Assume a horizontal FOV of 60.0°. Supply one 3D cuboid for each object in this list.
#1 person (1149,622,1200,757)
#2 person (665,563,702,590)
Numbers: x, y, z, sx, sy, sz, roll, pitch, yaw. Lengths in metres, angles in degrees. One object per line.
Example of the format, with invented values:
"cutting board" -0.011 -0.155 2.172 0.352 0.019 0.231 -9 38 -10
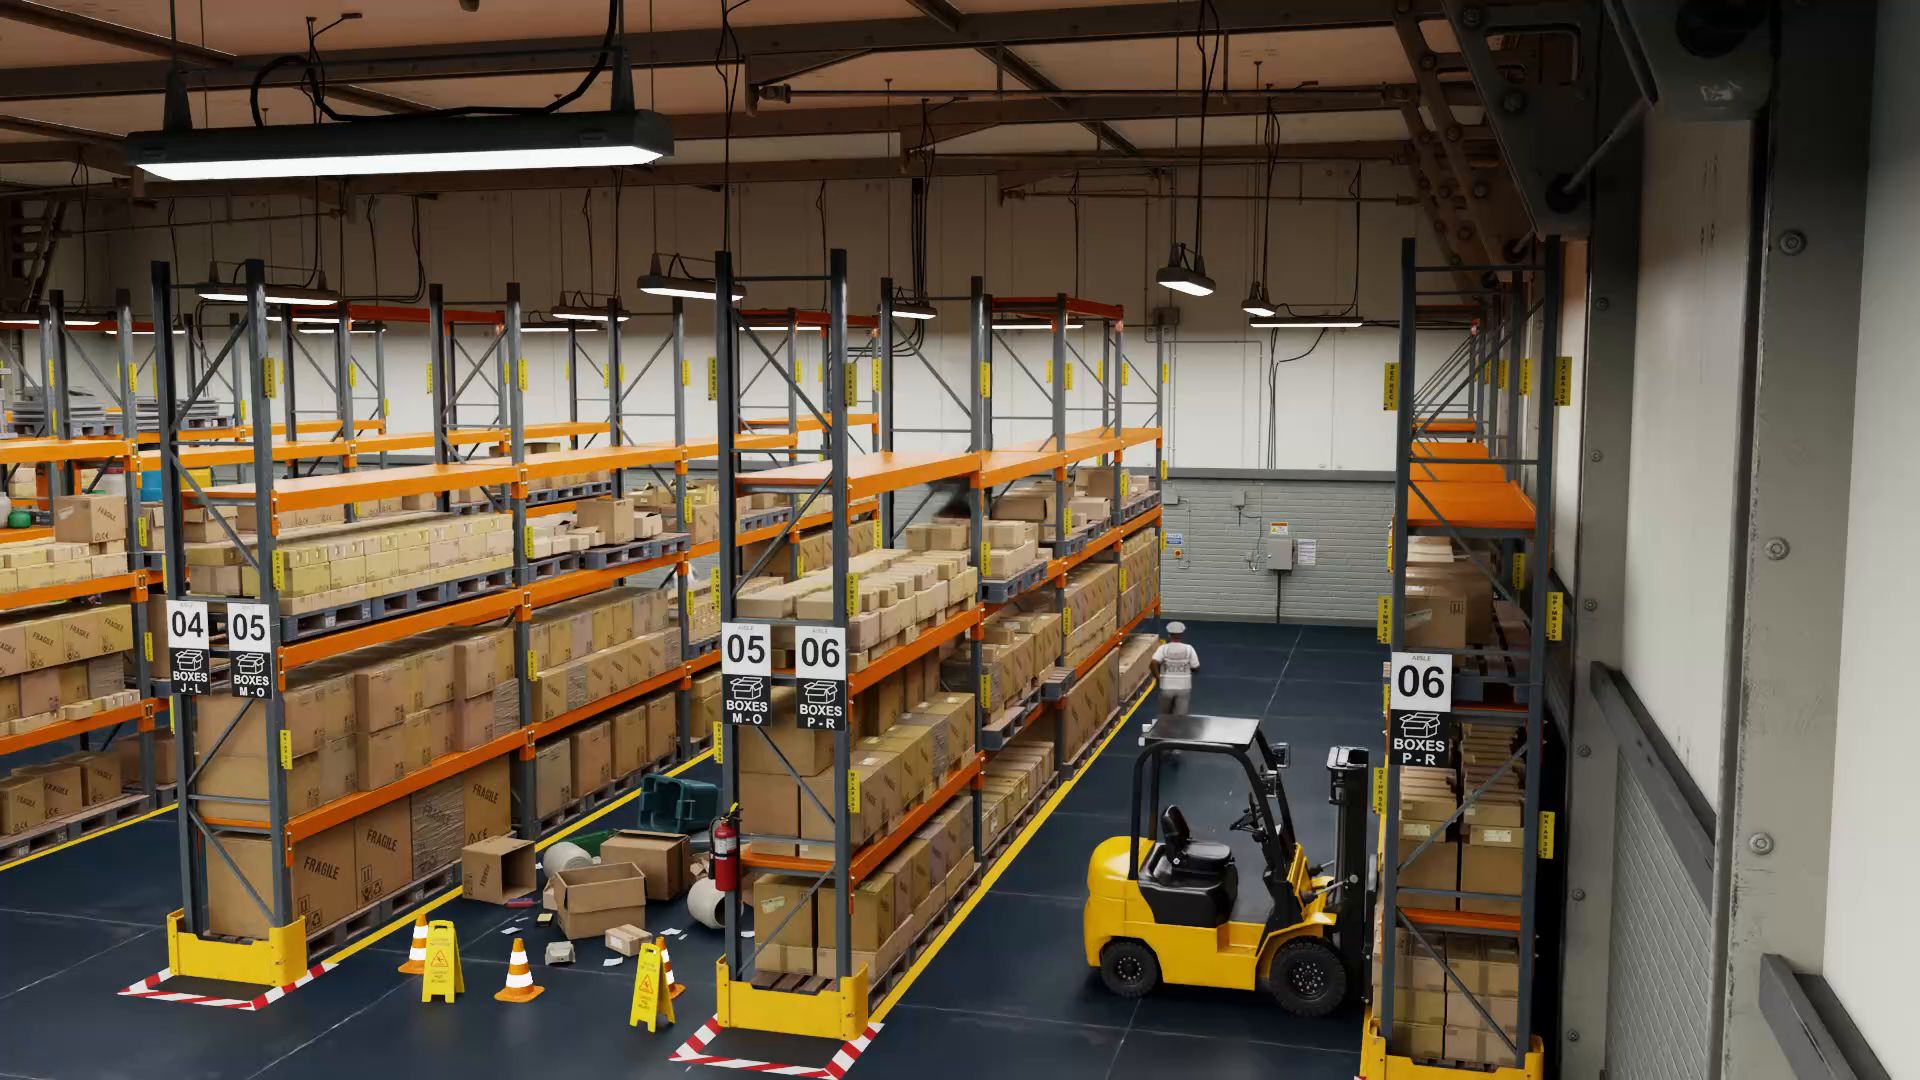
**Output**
"person" 2.811 1.983 21.754 0.642 1.840 0.763 1 6 11
"person" -5.108 1.062 30.862 0.691 1.721 0.817 -2 6 -21
